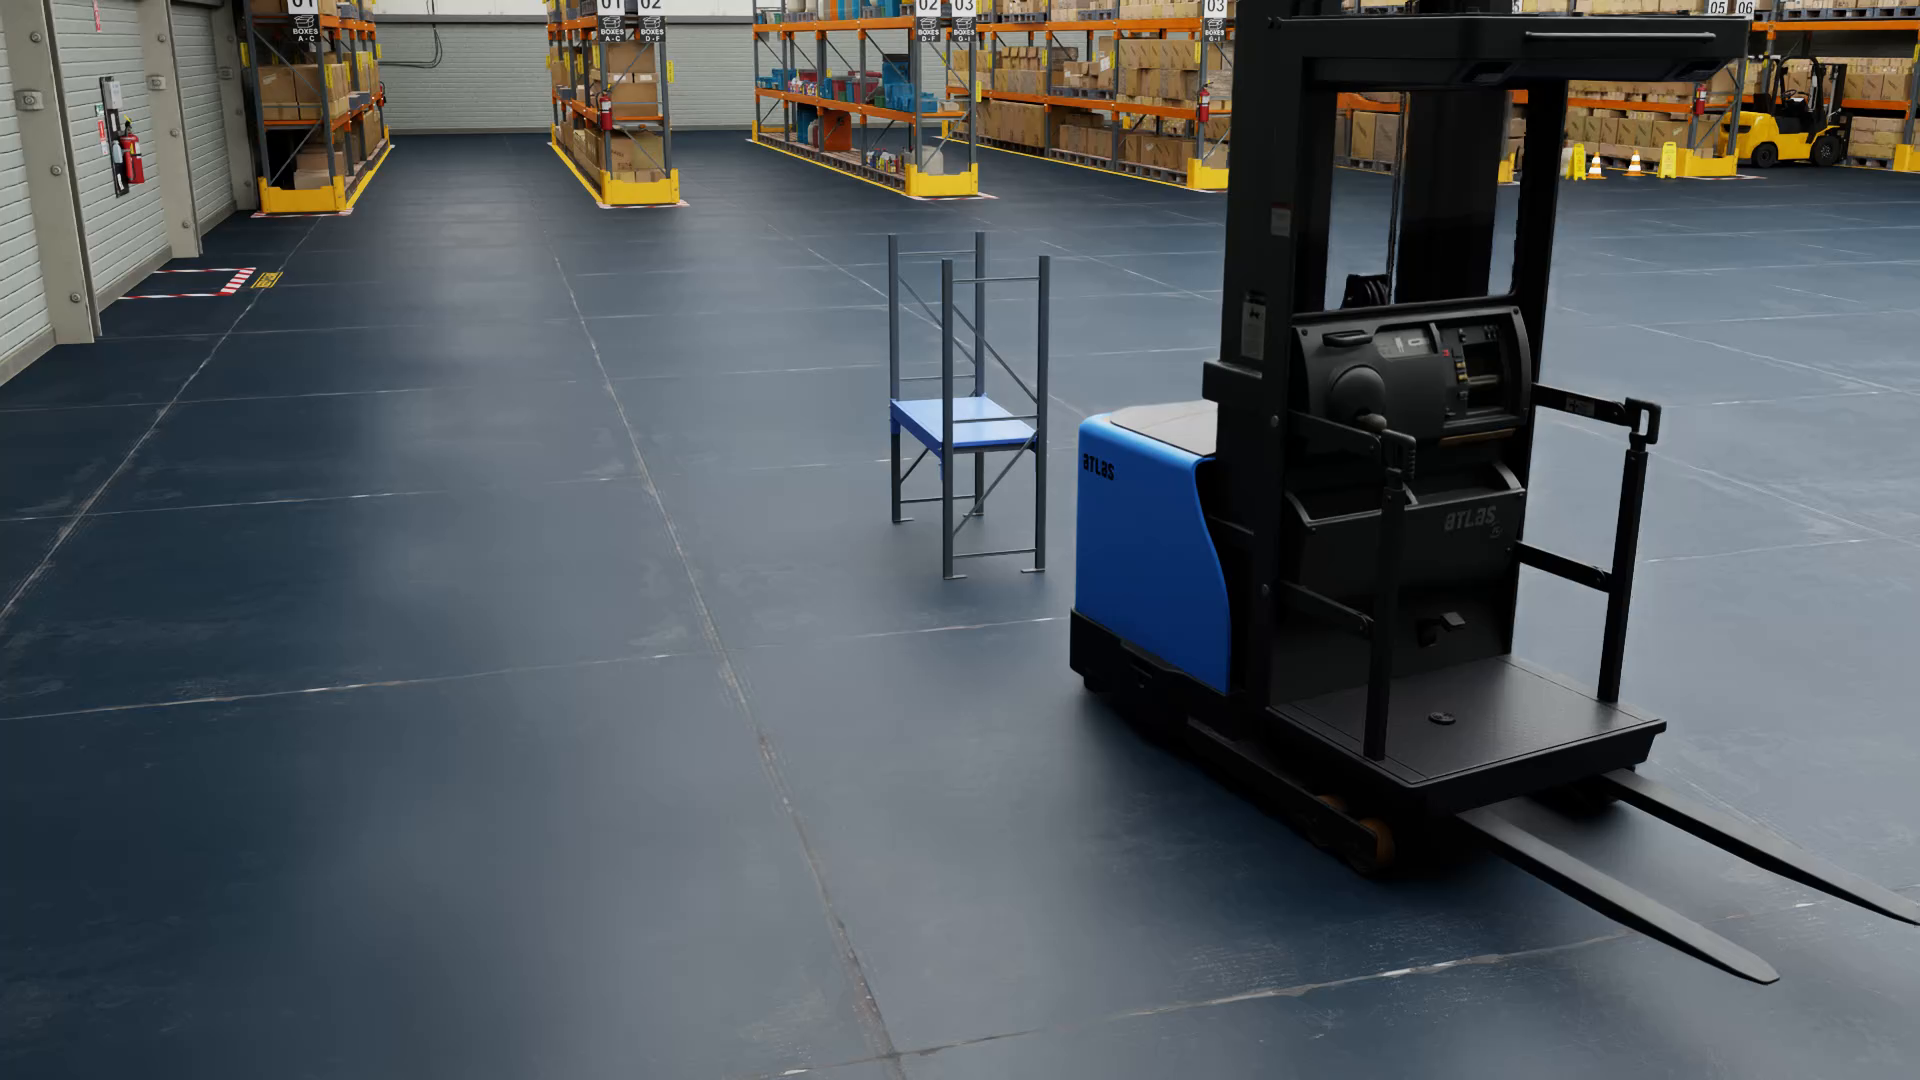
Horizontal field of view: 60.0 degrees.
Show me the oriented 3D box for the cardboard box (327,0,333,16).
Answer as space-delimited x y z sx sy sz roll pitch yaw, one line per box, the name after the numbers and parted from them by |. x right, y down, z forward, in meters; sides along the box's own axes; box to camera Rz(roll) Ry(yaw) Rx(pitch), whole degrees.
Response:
-10.169 -8.519 26.177 0.500 0.500 0.500 -5 18 -17 | cardboard box

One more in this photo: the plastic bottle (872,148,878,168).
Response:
-1.512 -6.906 30.067 0.144 0.351 0.185 -4 17 -14 | plastic bottle

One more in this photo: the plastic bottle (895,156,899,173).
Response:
-1.103 -6.577 29.090 0.061 0.283 0.133 -5 17 -15 | plastic bottle

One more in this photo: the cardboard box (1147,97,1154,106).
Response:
3.622 -7.994 30.287 0.380 0.149 0.250 -5 17 -15 | cardboard box

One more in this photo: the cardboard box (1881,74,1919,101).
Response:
18.439 -8.845 32.510 0.500 0.500 0.500 -5 17 -16 | cardboard box

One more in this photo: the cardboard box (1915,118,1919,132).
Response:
18.876 -8.193 32.824 0.500 0.250 0.500 -5 17 -16 | cardboard box

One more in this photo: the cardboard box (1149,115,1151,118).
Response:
5.096 -10.958 42.908 0.380 0.149 0.250 -4 17 -13 | cardboard box

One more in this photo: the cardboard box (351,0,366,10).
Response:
-12.996 -11.475 35.582 0.500 0.250 0.500 -5 17 -15 | cardboard box

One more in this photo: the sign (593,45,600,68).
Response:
-5.525 -7.352 25.288 0.100 0.325 0.005 -5 17 -15 | sign

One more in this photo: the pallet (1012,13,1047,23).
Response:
1.790 -11.547 36.793 1.003 0.211 1.213 -4 17 -13 | pallet

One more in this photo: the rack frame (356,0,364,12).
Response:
-13.059 -12.522 34.498 1.000 3.000 0.127 -5 17 -15 | rack frame

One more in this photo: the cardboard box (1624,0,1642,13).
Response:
13.230 -10.338 32.183 0.500 0.250 0.500 -5 17 -15 | cardboard box

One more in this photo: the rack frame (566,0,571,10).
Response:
-7.198 -11.809 32.122 1.000 3.000 0.127 -5 17 -15 | rack frame

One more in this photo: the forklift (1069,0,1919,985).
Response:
1.561 -0.536 5.141 1.130 2.935 3.031 -9 19 -26 | forklift

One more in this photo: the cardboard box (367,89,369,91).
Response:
-12.445 -9.256 34.453 0.380 0.149 0.250 -5 17 -15 | cardboard box

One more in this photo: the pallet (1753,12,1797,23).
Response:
17.472 -11.376 36.229 0.805 0.209 1.217 -5 18 -17 | pallet

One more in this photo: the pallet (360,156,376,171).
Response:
-12.104 -7.431 32.825 1.003 0.211 1.213 -5 17 -15 | pallet

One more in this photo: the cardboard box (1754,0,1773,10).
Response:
17.294 -11.612 35.933 0.500 0.311 0.500 -5 18 -17 | cardboard box

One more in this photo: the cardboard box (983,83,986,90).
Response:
0.759 -10.834 39.741 0.380 0.149 0.250 -4 17 -14 | cardboard box

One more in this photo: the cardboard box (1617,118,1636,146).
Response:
13.305 -8.017 32.673 0.500 0.500 0.500 -5 17 -17 | cardboard box

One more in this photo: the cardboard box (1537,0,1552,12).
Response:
12.522 -11.251 35.011 0.500 0.250 0.500 -4 17 -15 | cardboard box

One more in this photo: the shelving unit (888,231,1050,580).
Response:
0.023 -0.695 8.158 0.538 1.500 1.048 -5 17 -15 | shelving unit

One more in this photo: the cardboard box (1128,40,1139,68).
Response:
3.445 -8.998 30.763 0.500 0.500 0.500 -5 17 -15 | cardboard box

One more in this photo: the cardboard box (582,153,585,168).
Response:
-6.629 -6.945 30.409 0.500 0.250 0.500 -5 17 -16 | cardboard box

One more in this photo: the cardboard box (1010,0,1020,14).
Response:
1.444 -12.109 37.759 0.500 0.311 0.500 -5 18 -17 | cardboard box

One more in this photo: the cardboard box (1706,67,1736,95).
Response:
14.191 -8.632 31.283 0.500 0.500 0.500 -5 17 -16 | cardboard box

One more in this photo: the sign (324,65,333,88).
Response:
-9.240 -6.788 24.330 0.100 0.325 0.005 -5 17 -15 | sign

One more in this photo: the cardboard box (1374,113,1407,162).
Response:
8.581 -7.730 31.937 0.875 0.875 0.875 -5 17 -15 | cardboard box

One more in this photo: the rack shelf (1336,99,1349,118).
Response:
7.674 -9.184 35.063 1.077 0.370 4.000 -5 17 -15 | rack shelf

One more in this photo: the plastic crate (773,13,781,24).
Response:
-4.091 -12.016 38.316 0.416 0.233 0.300 -5 17 -15 | plastic crate

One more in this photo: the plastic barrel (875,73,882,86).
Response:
-1.387 -8.567 31.521 0.433 0.535 0.433 0 17 0 | plastic barrel

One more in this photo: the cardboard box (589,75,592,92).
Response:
-6.721 -8.521 31.430 0.500 0.500 0.500 -6 18 -18 | cardboard box

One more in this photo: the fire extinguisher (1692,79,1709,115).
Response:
13.643 -8.183 30.615 0.296 0.674 0.183 -5 17 -15 | fire extinguisher

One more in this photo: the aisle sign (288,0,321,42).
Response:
-9.453 -7.579 23.950 0.394 0.787 0.004 -5 17 -15 | aisle sign

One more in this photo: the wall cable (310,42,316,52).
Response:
-15.420 -11.522 39.829 0.084 1.984 1.851 -5 17 -15 | wall cable

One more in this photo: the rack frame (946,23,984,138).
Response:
0.129 -11.931 42.956 1.000 3.000 0.127 -5 17 -15 | rack frame

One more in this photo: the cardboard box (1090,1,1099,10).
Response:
2.816 -10.648 33.148 0.380 0.166 0.250 -5 17 -17 | cardboard box

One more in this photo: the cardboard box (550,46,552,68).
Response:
-9.528 -11.532 39.716 0.500 0.500 0.500 -4 17 -14 | cardboard box

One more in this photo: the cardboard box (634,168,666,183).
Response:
-4.933 -5.773 26.506 0.500 0.250 0.500 -5 17 -15 | cardboard box

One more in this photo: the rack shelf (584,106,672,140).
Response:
-5.549 -6.931 27.564 1.077 0.370 4.000 -5 17 -15 | rack shelf

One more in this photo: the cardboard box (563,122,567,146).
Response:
-8.399 -8.902 36.455 0.500 0.500 0.500 -6 18 -18 | cardboard box

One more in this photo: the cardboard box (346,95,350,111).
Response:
-10.439 -7.267 27.657 0.500 0.250 0.500 -5 17 -15 | cardboard box

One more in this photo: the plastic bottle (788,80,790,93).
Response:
-3.843 -10.242 37.536 0.061 0.283 0.133 -5 17 -15 | plastic bottle

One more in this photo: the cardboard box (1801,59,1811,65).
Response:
17.739 -9.963 34.588 0.380 0.149 0.250 -4 17 -14 | cardboard box

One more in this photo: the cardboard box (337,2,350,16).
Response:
-11.502 -9.769 30.664 0.500 0.311 0.500 -5 17 -15 | cardboard box

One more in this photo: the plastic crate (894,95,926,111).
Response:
-0.834 -7.337 27.922 0.499 0.251 0.408 -5 17 -15 | plastic crate

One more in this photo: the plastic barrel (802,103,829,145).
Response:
-3.206 -9.281 37.053 0.600 0.901 0.708 -5 17 -15 | plastic barrel

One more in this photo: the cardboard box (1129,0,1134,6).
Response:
3.359 -9.984 30.831 0.380 0.149 0.250 -6 18 -18 | cardboard box

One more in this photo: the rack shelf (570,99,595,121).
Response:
-6.648 -8.038 31.247 1.077 0.370 4.000 -5 17 -15 | rack shelf

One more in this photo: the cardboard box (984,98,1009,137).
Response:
1.124 -10.197 40.147 0.875 0.875 0.875 -5 17 -15 | cardboard box

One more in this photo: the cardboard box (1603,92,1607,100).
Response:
13.093 -8.883 33.246 0.380 0.149 0.250 -5 17 -16 | cardboard box

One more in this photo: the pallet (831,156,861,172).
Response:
-1.927 -7.436 32.842 1.003 0.211 1.213 -5 17 -15 | pallet

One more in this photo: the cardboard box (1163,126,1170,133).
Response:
5.306 -10.392 42.059 0.380 0.149 0.250 -5 17 -15 | cardboard box

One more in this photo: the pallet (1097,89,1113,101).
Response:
3.357 -8.742 32.675 1.003 0.211 1.213 -5 17 -15 | pallet
